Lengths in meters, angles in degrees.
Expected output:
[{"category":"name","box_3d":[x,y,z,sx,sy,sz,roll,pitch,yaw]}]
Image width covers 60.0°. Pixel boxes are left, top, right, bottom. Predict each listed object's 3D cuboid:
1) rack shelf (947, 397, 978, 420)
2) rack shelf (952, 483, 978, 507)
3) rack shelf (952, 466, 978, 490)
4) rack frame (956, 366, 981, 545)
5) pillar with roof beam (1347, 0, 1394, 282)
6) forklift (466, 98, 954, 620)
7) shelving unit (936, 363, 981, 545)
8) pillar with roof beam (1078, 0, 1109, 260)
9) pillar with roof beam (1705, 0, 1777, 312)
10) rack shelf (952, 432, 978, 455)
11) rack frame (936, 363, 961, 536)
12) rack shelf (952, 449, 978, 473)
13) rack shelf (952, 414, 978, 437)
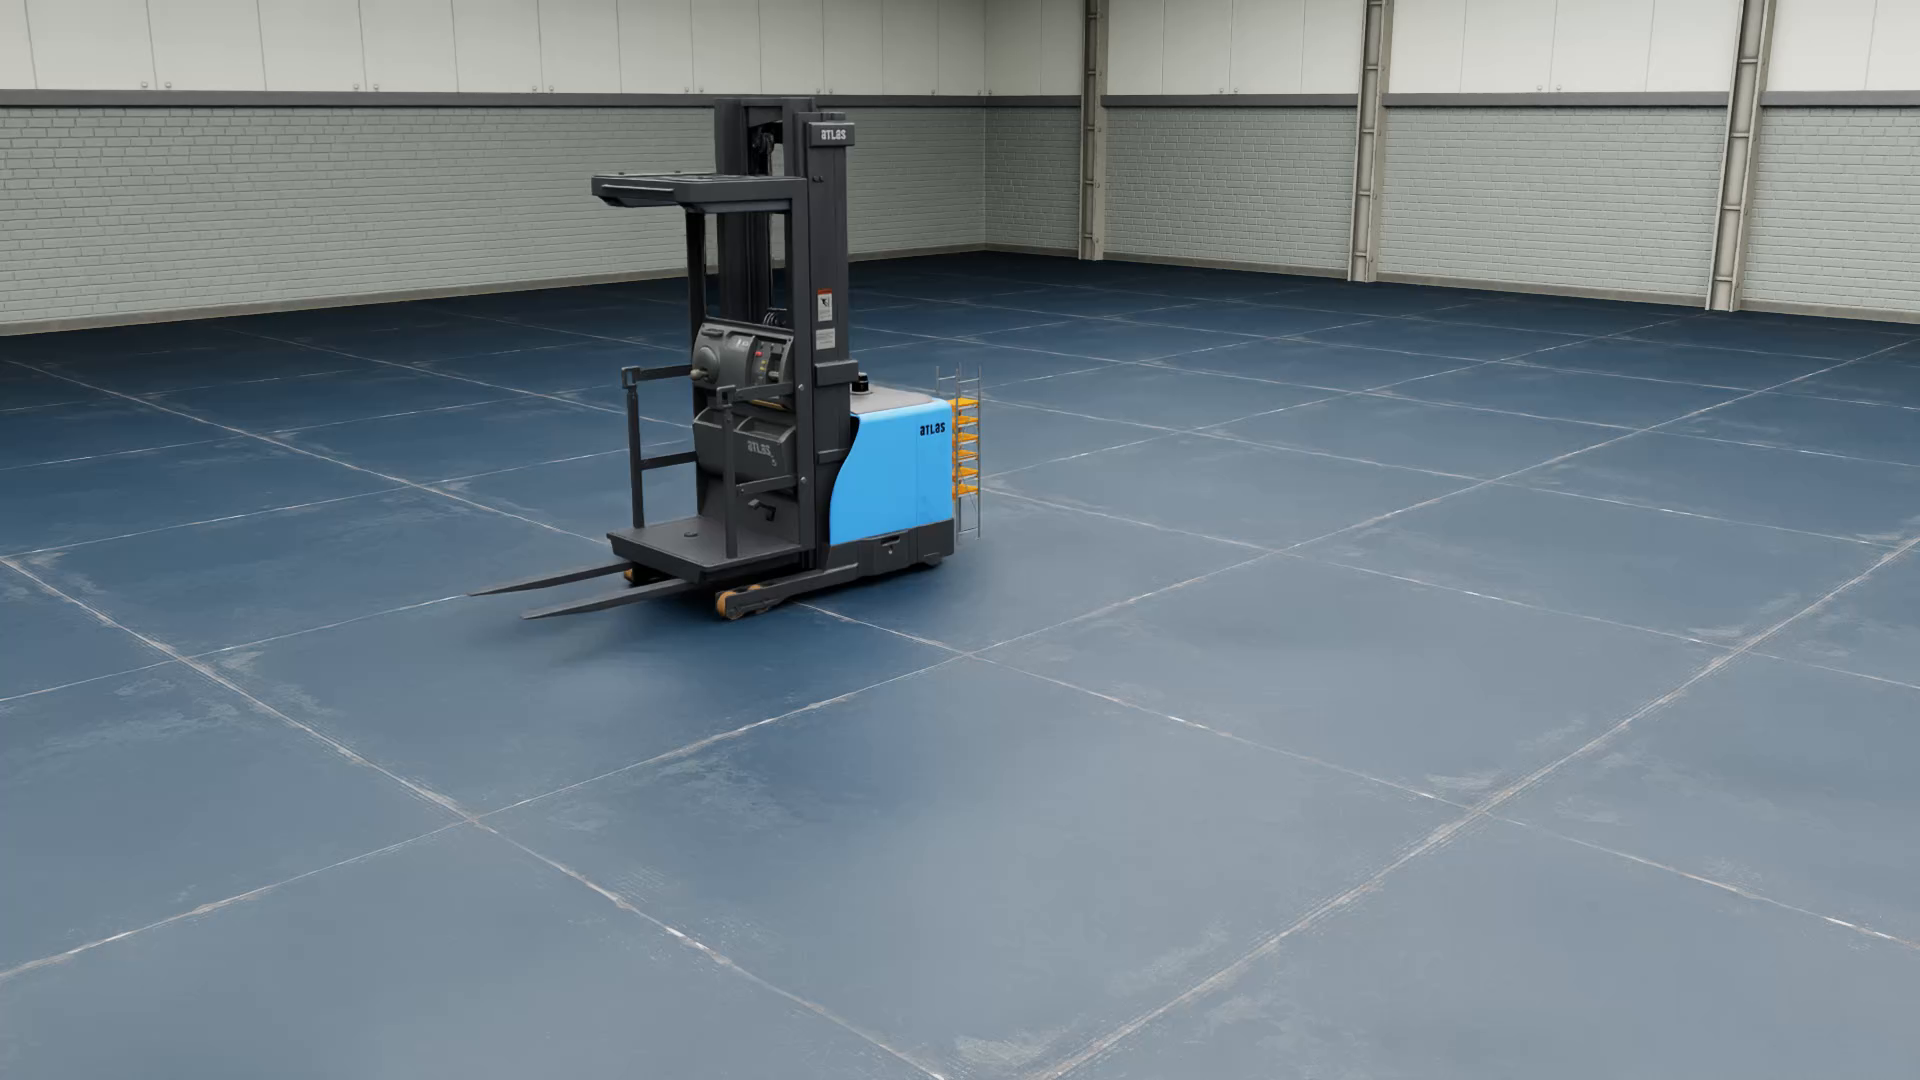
[{"category":"rack shelf","box_3d":[-0.010,-0.889,11.211,0.180,0.103,0.258,14,20,42]},{"category":"rack shelf","box_3d":[-0.010,-0.308,11.362,0.180,0.103,0.258,14,20,42]},{"category":"rack shelf","box_3d":[-0.010,-0.424,11.332,0.180,0.103,0.258,14,20,42]},{"category":"rack frame","box_3d":[0.055,-0.567,11.229,0.006,1.200,0.240,14,20,42]},{"category":"pillar with roof beam","box_3d":[3.891,-8.007,24.315,0.400,9.000,9.100,14,20,42]},{"category":"forklift","box_3d":[-1.460,-1.103,9.852,3.031,2.935,1.130,-13,20,-41]},{"category":"shelving unit","box_3d":[-0.010,-0.583,11.291,0.189,1.200,0.258,14,20,42]},{"category":"pillar with roof beam","box_3d":[-0.429,-9.057,28.345,0.400,9.000,9.100,14,20,42]},{"category":"pillar with roof beam","box_3d":[8.210,-6.957,20.285,0.400,9.000,9.100,14,20,42]},{"category":"rack shelf","box_3d":[-0.010,-0.656,11.271,0.180,0.103,0.258,14,20,42]},{"category":"rack frame","box_3d":[-0.076,-0.599,11.352,0.006,1.200,0.240,14,20,42]},{"category":"rack shelf","box_3d":[-0.010,-0.540,11.302,0.180,0.103,0.258,14,20,42]},{"category":"rack shelf","box_3d":[-0.010,-0.772,11.241,0.180,0.103,0.258,14,20,42]}]
